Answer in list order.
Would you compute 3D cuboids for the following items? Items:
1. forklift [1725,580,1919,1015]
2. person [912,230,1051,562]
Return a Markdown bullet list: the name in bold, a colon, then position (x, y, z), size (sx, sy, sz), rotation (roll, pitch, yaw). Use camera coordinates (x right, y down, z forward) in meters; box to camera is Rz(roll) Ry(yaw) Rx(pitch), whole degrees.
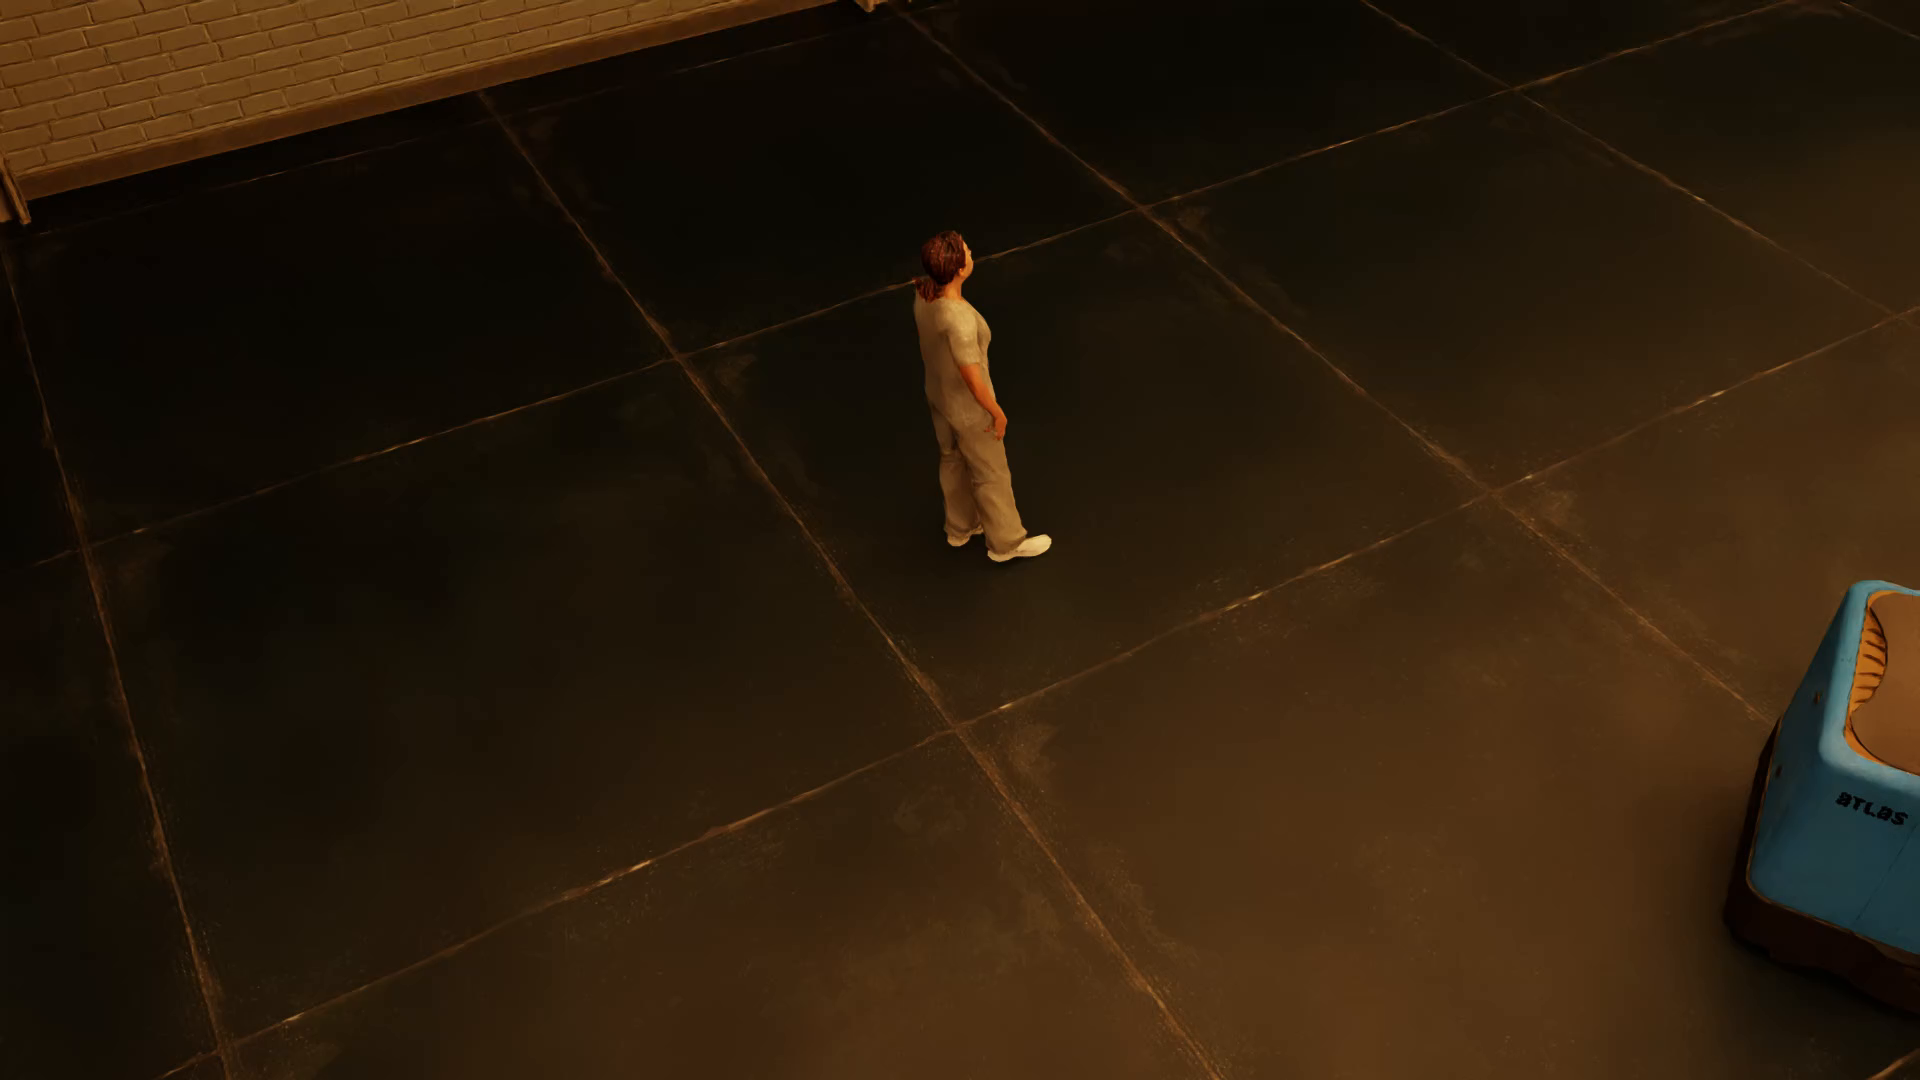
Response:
- **forklift**: position (4.411, 0.595, 5.056), size (3.031, 2.935, 1.130), rotation (20, 46, 20)
- **person**: position (0.071, -0.637, 7.297), size (0.548, 1.674, 0.550), rotation (-21, 47, -21)
